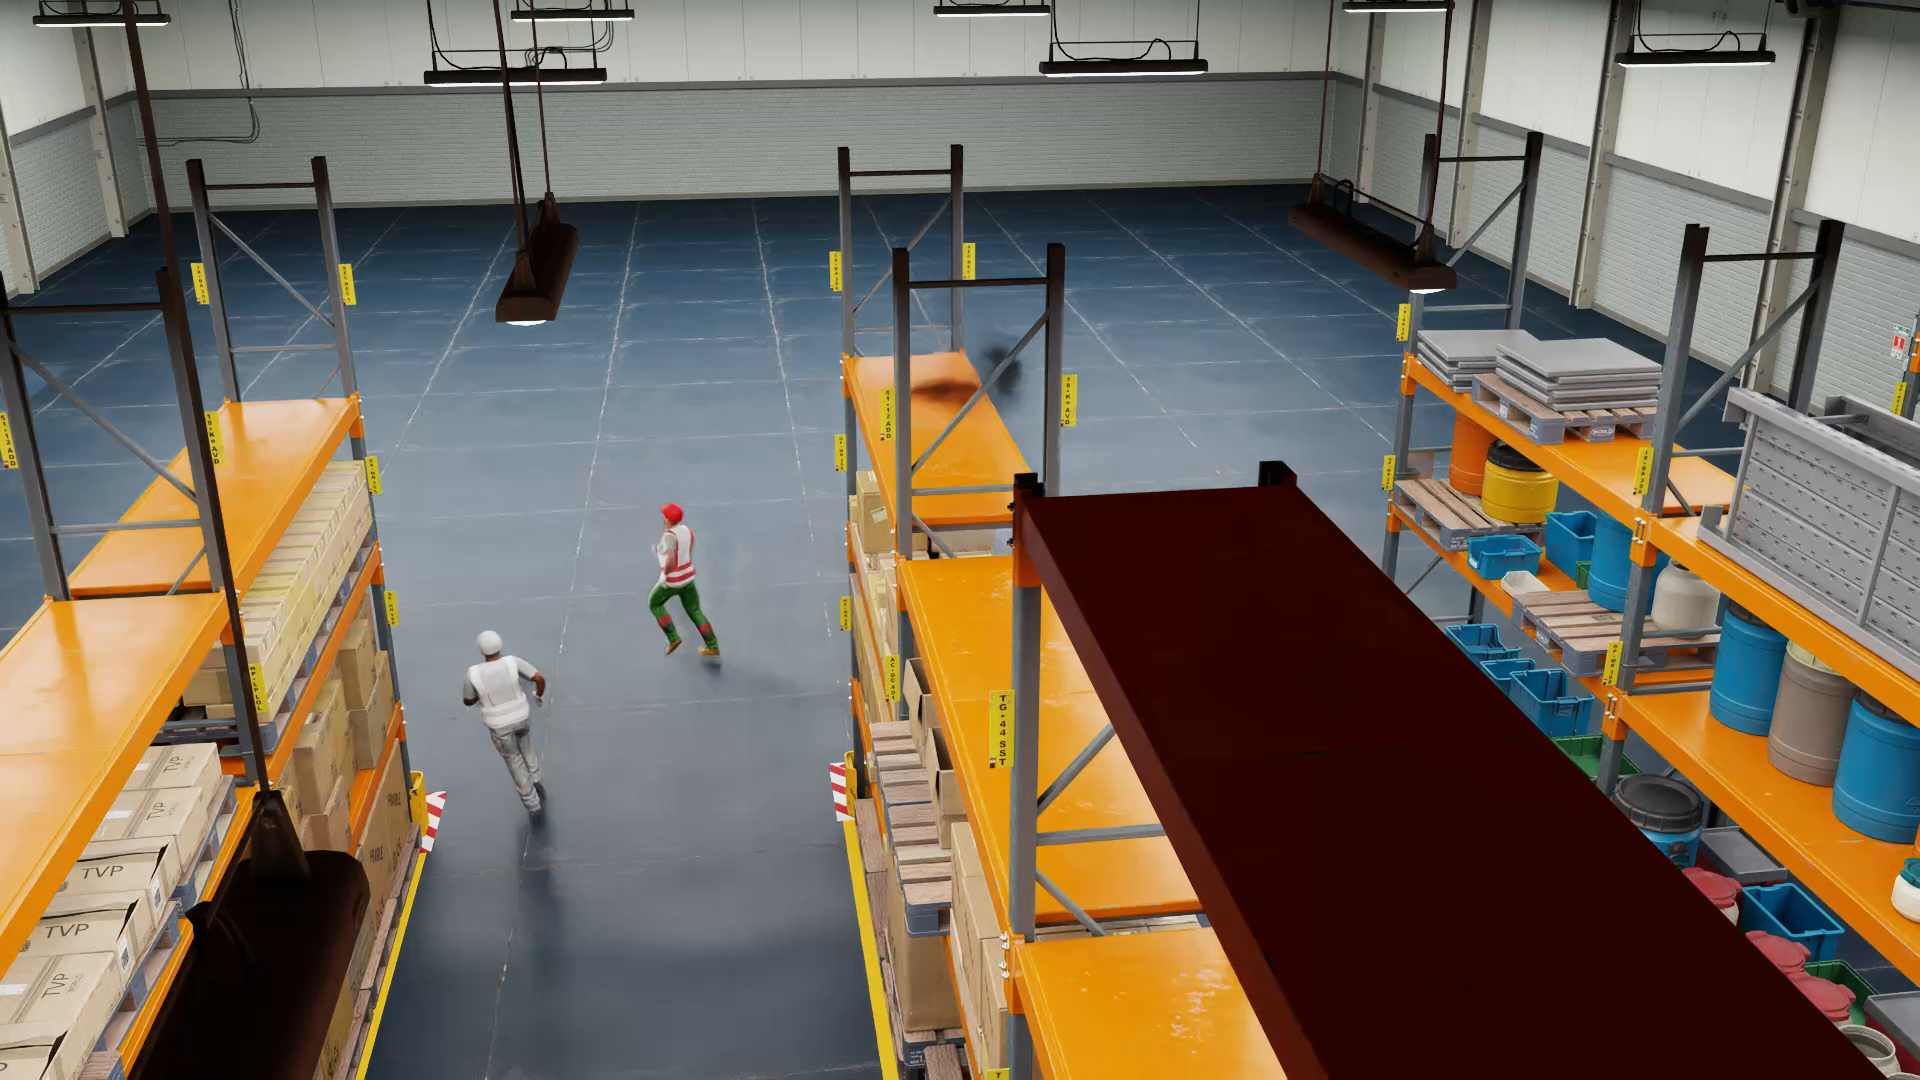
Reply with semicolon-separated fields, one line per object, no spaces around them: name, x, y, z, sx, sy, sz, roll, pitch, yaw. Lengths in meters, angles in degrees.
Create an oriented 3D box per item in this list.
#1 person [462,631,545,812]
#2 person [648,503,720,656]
person;-4.124;1.664;15.100;0.688;1.826;0.765;-13;25;-29
person;-3.074;0.464;18.041;0.886;1.789;0.672;14;26;32
